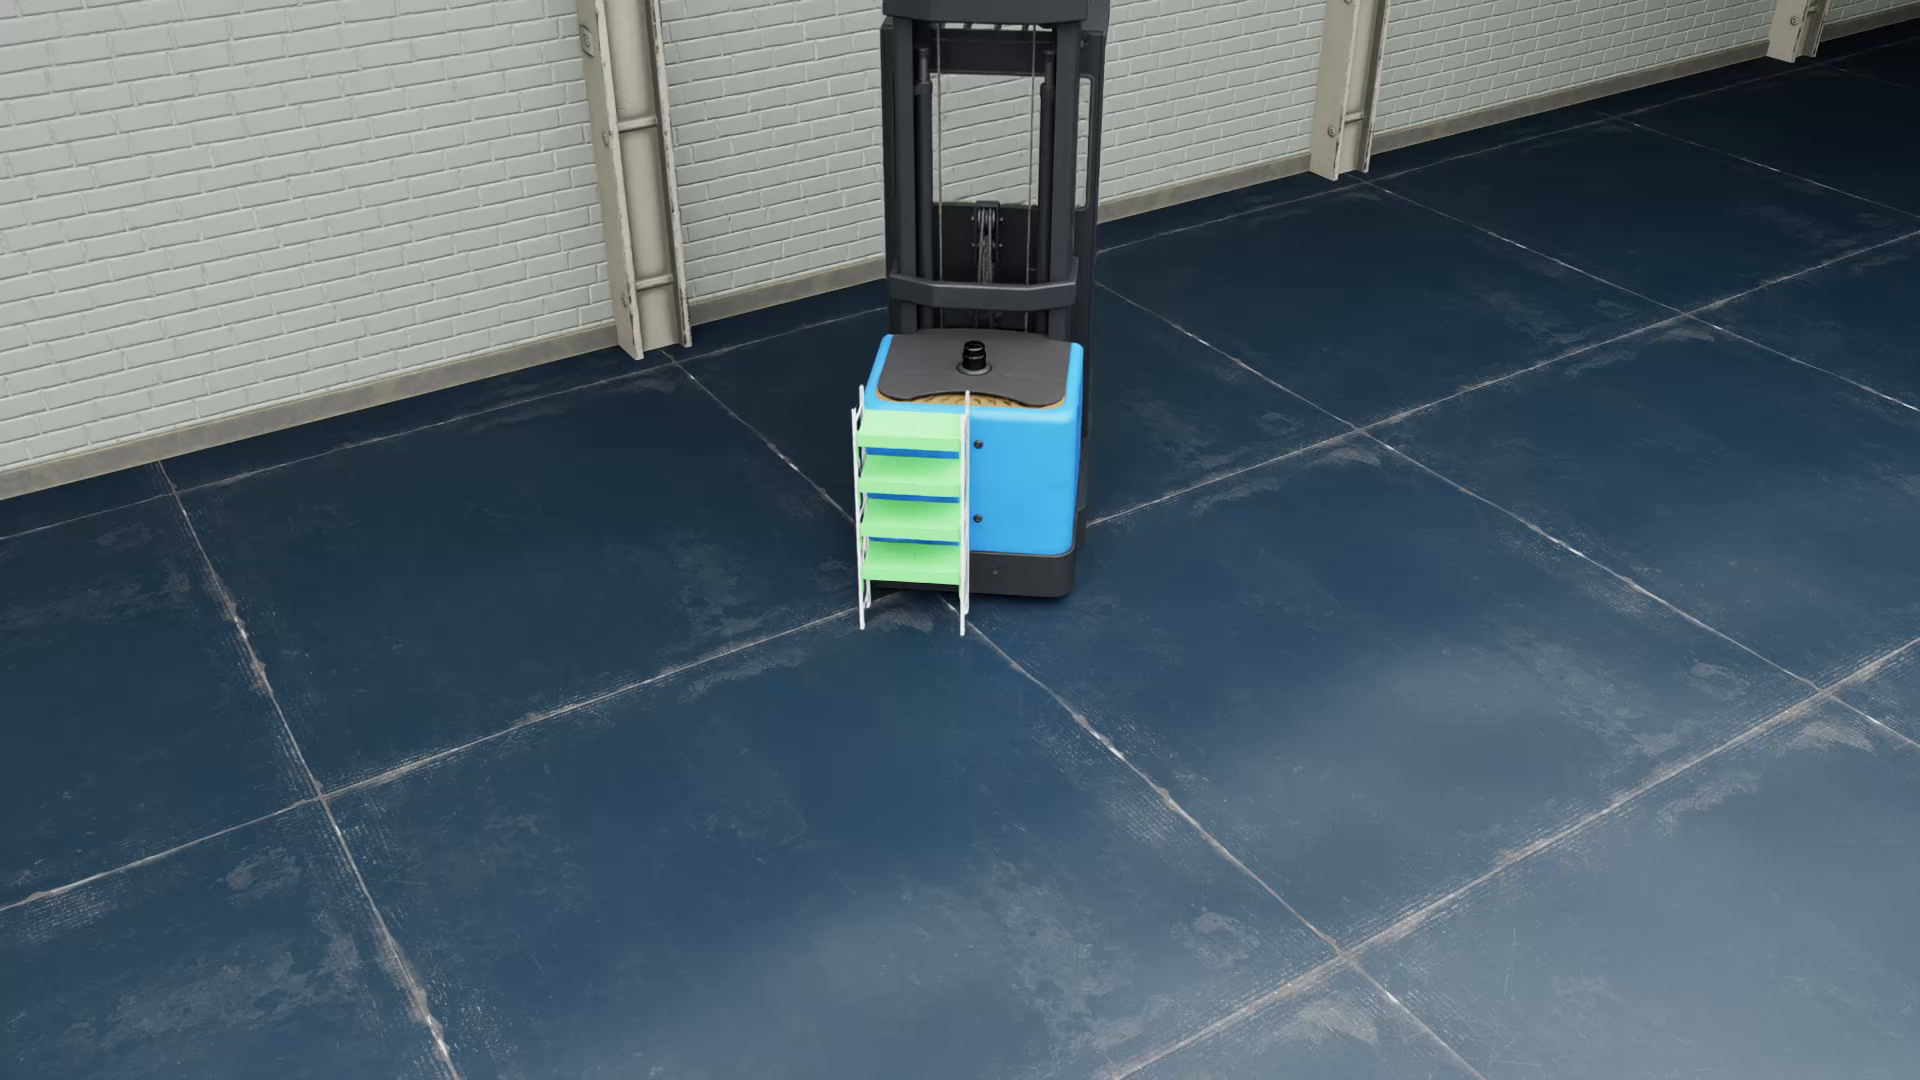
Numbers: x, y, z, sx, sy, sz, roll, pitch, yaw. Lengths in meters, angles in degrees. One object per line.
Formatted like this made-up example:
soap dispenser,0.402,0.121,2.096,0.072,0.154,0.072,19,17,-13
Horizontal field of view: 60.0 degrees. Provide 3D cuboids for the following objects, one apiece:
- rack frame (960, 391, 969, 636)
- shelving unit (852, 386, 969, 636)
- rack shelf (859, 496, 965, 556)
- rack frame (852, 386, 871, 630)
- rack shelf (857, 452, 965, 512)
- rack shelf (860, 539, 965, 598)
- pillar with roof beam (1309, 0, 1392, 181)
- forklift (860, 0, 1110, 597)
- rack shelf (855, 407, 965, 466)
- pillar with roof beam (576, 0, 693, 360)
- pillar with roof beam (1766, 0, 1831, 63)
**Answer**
rack frame,0.022,-0.108,7.797,0.015,1.200,0.240,3,32,5
shelving unit,-0.220,-0.122,7.818,0.503,1.200,0.258,3,32,5
rack shelf,-0.220,-0.068,7.852,0.480,0.148,0.258,3,32,5
rack frame,-0.463,-0.135,7.840,0.015,1.200,0.240,3,32,5
rack shelf,-0.220,-0.271,7.724,0.480,0.148,0.258,3,32,5
rack shelf,-0.220,0.135,7.980,0.480,0.148,0.258,3,32,5
pillar with roof beam,5.400,-4.877,8.048,0.400,9.000,9.100,-19,37,-27
forklift,0.184,-1.723,8.735,1.130,2.935,3.031,3,32,5
rack shelf,-0.220,-0.473,7.596,0.480,0.148,0.258,3,32,5
pillar with roof beam,0.357,-3.143,5.298,0.400,9.000,9.100,-19,37,-27
pillar with roof beam,10.443,-6.612,10.797,0.400,9.000,9.100,-19,37,-27
